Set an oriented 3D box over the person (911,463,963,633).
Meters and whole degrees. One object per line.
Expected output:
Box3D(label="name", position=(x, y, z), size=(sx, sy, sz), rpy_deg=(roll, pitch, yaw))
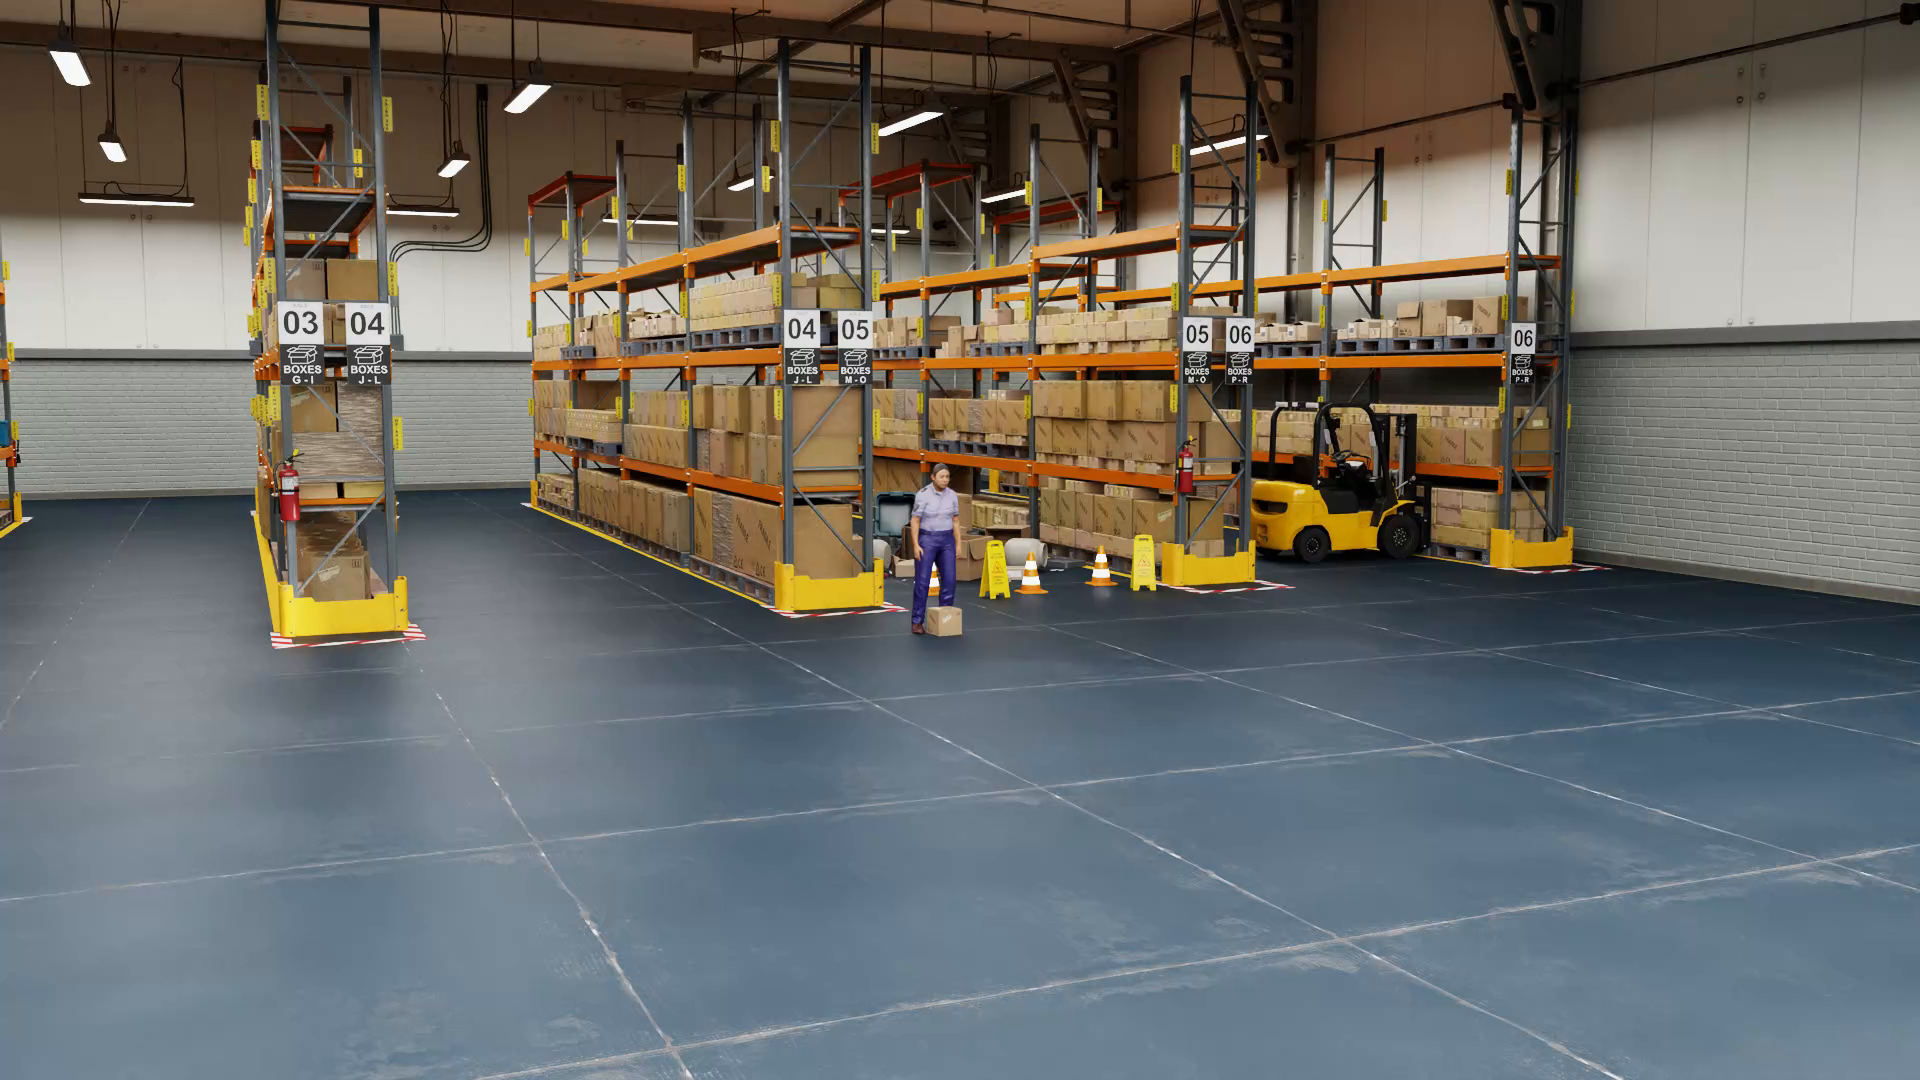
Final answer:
Box3D(label="person", position=(-0.233, 0.073, 16.285), size=(0.562, 1.653, 0.418), rpy_deg=(-3, 6, -26))
